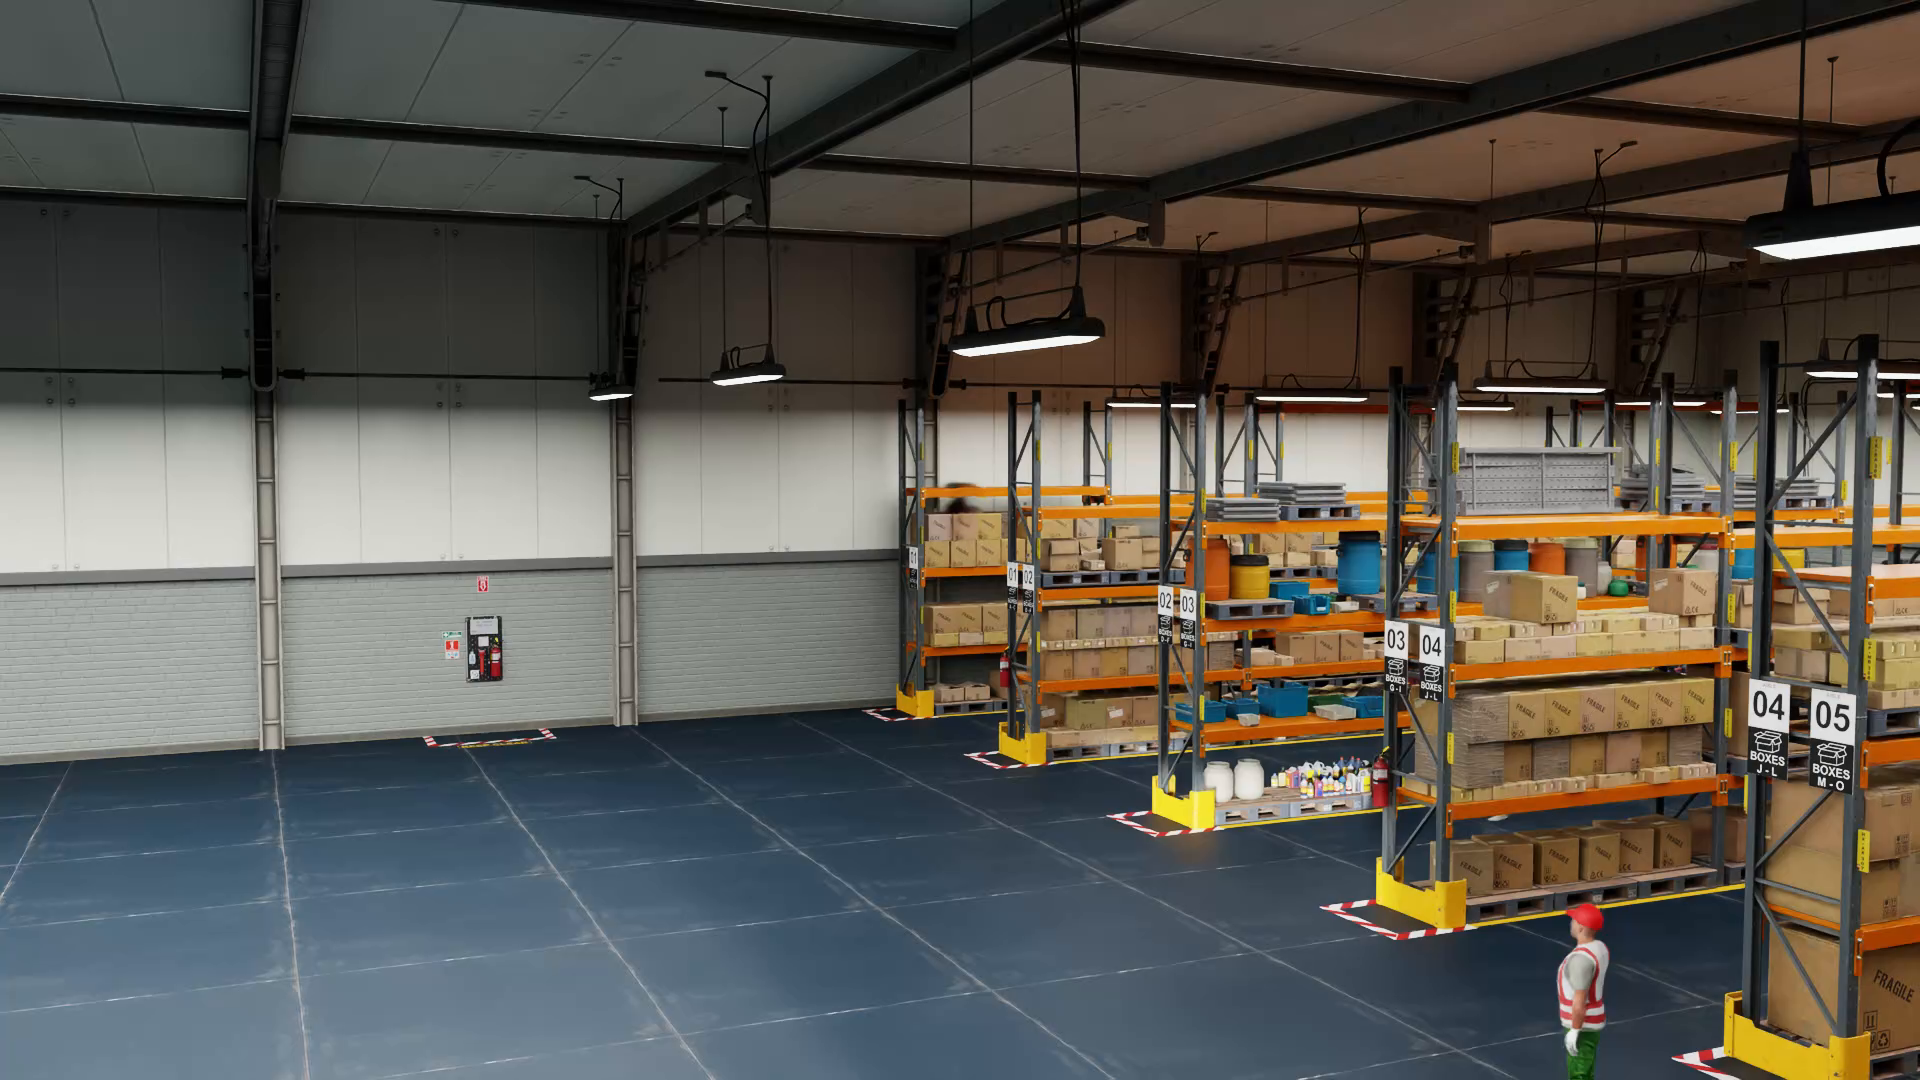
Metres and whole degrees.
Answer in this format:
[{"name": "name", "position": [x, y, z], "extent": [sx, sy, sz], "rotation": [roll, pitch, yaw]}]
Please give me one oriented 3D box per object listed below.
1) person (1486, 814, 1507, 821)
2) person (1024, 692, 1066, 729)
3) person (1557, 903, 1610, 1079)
[{"name": "person", "position": [7.388, 3.005, 22.907], "extent": [0.363, 1.709, 0.467], "rotation": [1, 3, 12]}, {"name": "person", "position": [1.490, 2.640, 29.510], "extent": [1.001, 1.535, 0.440], "rotation": [-2, 4, -28]}, {"name": "person", "position": [4.531, 3.542, 12.175], "extent": [0.408, 1.795, 0.600], "rotation": [1, 4, 19]}]
